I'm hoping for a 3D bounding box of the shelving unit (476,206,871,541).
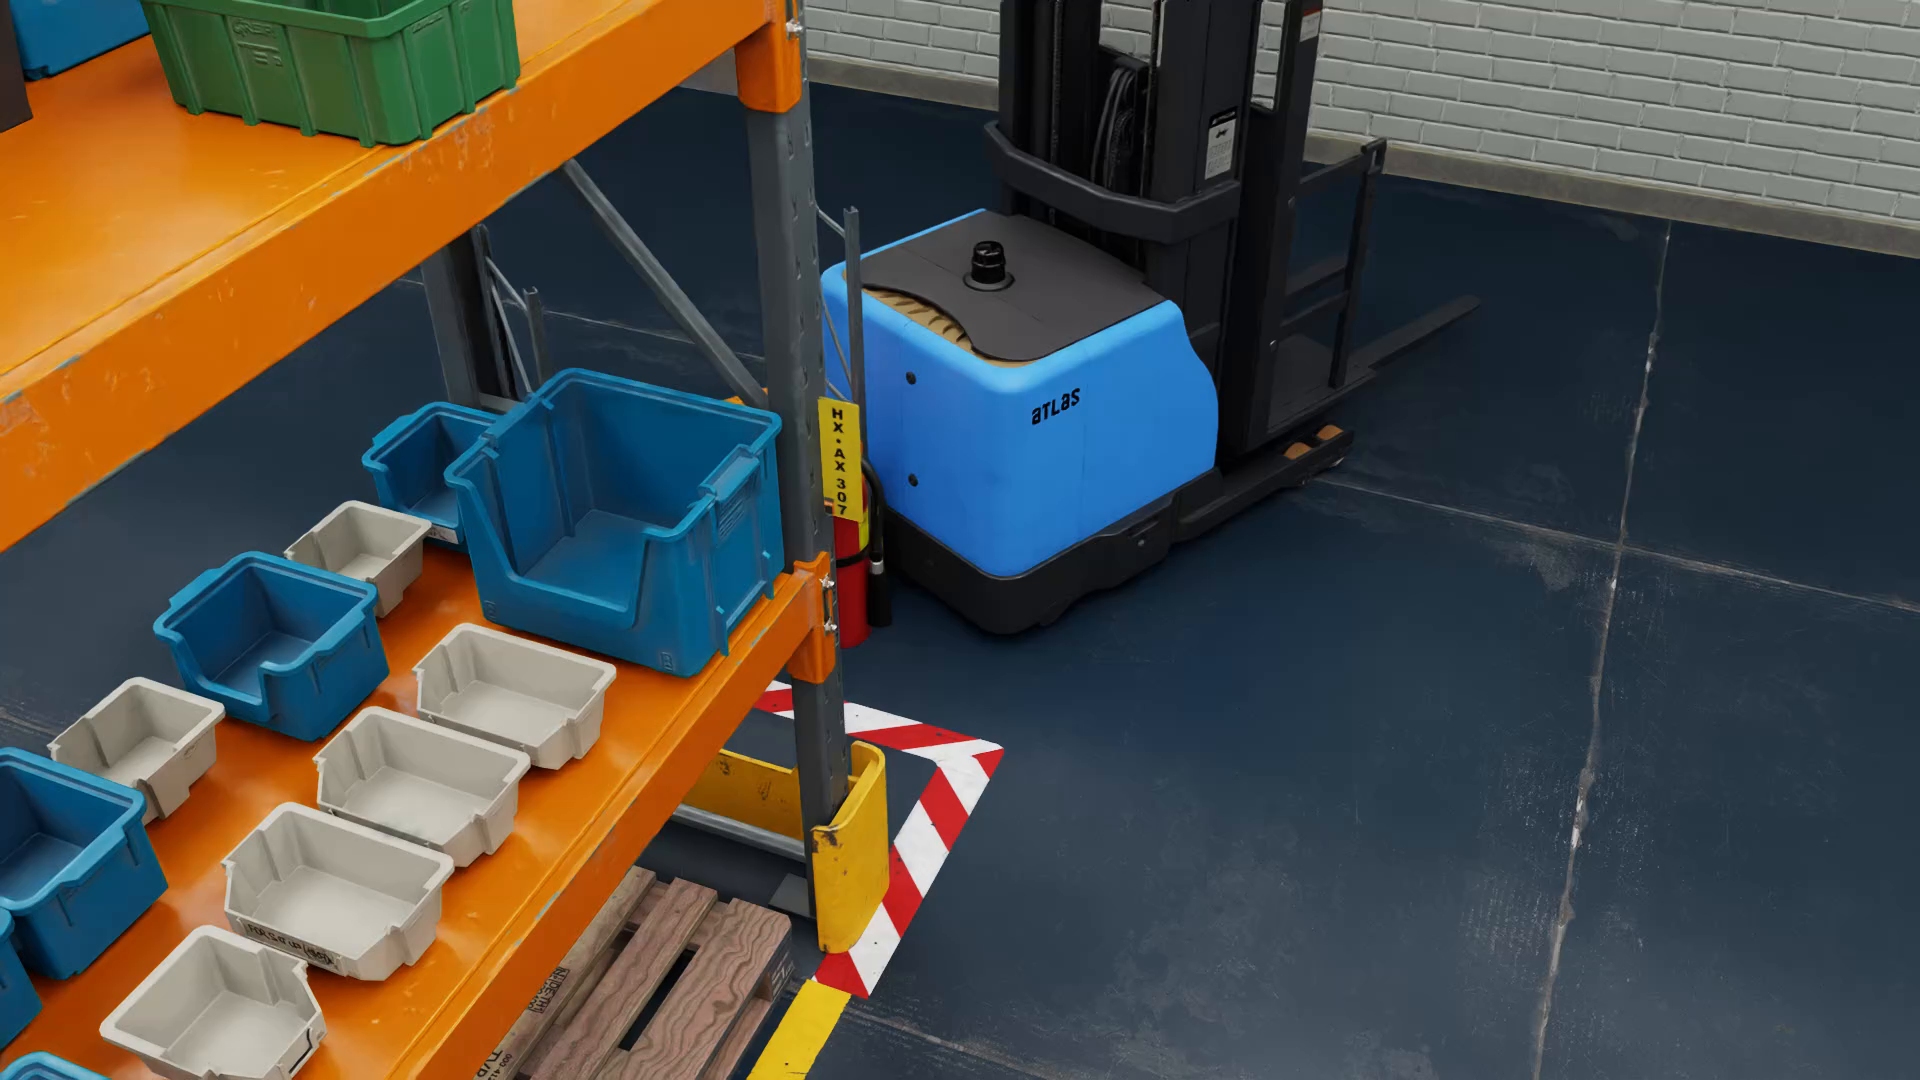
[{"bbox_3d":[-0.880,-0.378,5.502,1.083,1.500,0.587,-19,41,-24],"label":"shelving unit"}]

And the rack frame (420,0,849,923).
[{"bbox_3d":[-0.790,-0.235,4.058,1.000,3.000,0.127,14,39,18],"label":"rack frame"}]

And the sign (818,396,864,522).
[{"bbox_3d":[-0.275,-0.184,3.854,0.100,0.325,0.005,14,39,18],"label":"sign"}]

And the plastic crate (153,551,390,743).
[{"bbox_3d":[-1.439,0.235,3.520,0.416,0.233,0.300,14,39,18],"label":"plastic crate"}]

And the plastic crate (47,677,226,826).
[{"bbox_3d":[-1.645,0.443,3.322,0.250,0.136,0.298,14,39,18],"label":"plastic crate"}]

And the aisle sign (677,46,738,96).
[{"bbox_3d":[-0.492,-1.249,3.244,0.394,0.787,0.004,14,39,18],"label":"aisle sign"}]

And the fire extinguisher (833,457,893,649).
[{"bbox_3d":[-0.313,-0.034,4.166,0.296,0.674,0.183,14,39,18],"label":"fire extinguisher"}]

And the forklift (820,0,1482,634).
[{"bbox_3d":[0.934,-1.600,5.943,3.031,2.935,1.130,-28,45,-32],"label":"forklift"}]

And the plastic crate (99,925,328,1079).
[{"bbox_3d":[-1.236,0.825,2.811,0.298,0.136,0.250,14,39,18],"label":"plastic crate"}]

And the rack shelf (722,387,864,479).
[{"bbox_3d":[-0.888,-0.231,5.606,1.000,0.185,0.538,-19,41,-24],"label":"rack shelf"}]

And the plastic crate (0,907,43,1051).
[{"bbox_3d":[-1.804,0.765,2.810,0.416,0.233,0.300,14,39,18],"label":"plastic crate"}]

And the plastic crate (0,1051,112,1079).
[{"bbox_3d":[-1.335,1.004,2.491,0.416,0.233,0.300,14,39,18],"label":"plastic crate"}]

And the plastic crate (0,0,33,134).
[{"bbox_3d":[-1.626,-0.628,2.131,0.504,0.338,0.767,14,39,18],"label":"plastic crate"}]

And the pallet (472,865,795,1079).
[{"bbox_3d":[-1.140,1.330,4.294,1.003,0.211,1.213,14,39,18],"label":"pallet"}]

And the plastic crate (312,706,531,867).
[{"bbox_3d":[-1.057,0.497,3.250,0.396,0.136,0.243,14,39,18],"label":"plastic crate"}]

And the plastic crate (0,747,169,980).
[{"bbox_3d":[-1.690,0.599,3.033,0.416,0.233,0.300,14,39,18],"label":"plastic crate"}]

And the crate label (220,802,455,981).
[{"bbox_3d":[-1.140,0.657,3.036,0.396,0.136,0.243,14,39,18],"label":"crate label"}]

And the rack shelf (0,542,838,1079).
[{"bbox_3d":[-1.551,1.161,2.792,1.077,0.370,4.000,14,39,18],"label":"rack shelf"}]

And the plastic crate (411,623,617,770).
[{"bbox_3d":[-0.933,0.340,3.460,0.396,0.136,0.243,14,39,18],"label":"plastic crate"}]

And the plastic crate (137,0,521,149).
[{"bbox_3d":[-0.901,-0.740,2.406,0.450,0.188,0.336,14,39,18],"label":"plastic crate"}]

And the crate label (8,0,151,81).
[{"bbox_3d":[-1.440,-0.939,2.620,0.408,0.251,0.502,14,39,18],"label":"crate label"}]

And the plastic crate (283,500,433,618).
[{"bbox_3d":[-1.387,0.067,3.825,0.250,0.136,0.298,14,39,18],"label":"plastic crate"}]

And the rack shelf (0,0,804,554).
[{"bbox_3d":[-1.551,-0.041,1.894,1.077,0.370,4.000,14,39,18],"label":"rack shelf"}]

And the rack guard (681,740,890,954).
[{"bbox_3d":[-0.793,0.750,4.829,1.175,0.500,0.348,14,39,18],"label":"rack guard"}]

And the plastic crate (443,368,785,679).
[{"bbox_3d":[-0.745,-0.045,3.725,0.616,0.435,0.499,14,39,18],"label":"plastic crate"}]

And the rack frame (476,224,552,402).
[{"bbox_3d":[-1.326,-0.220,5.292,0.032,1.500,0.500,-19,41,-24],"label":"rack frame"}]

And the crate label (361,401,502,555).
[{"bbox_3d":[-1.189,-0.130,4.008,0.416,0.233,0.303,14,39,18],"label":"crate label"}]

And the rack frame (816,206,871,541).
[{"bbox_3d":[-0.450,-0.529,5.706,0.032,1.500,0.500,-19,41,-24],"label":"rack frame"}]
